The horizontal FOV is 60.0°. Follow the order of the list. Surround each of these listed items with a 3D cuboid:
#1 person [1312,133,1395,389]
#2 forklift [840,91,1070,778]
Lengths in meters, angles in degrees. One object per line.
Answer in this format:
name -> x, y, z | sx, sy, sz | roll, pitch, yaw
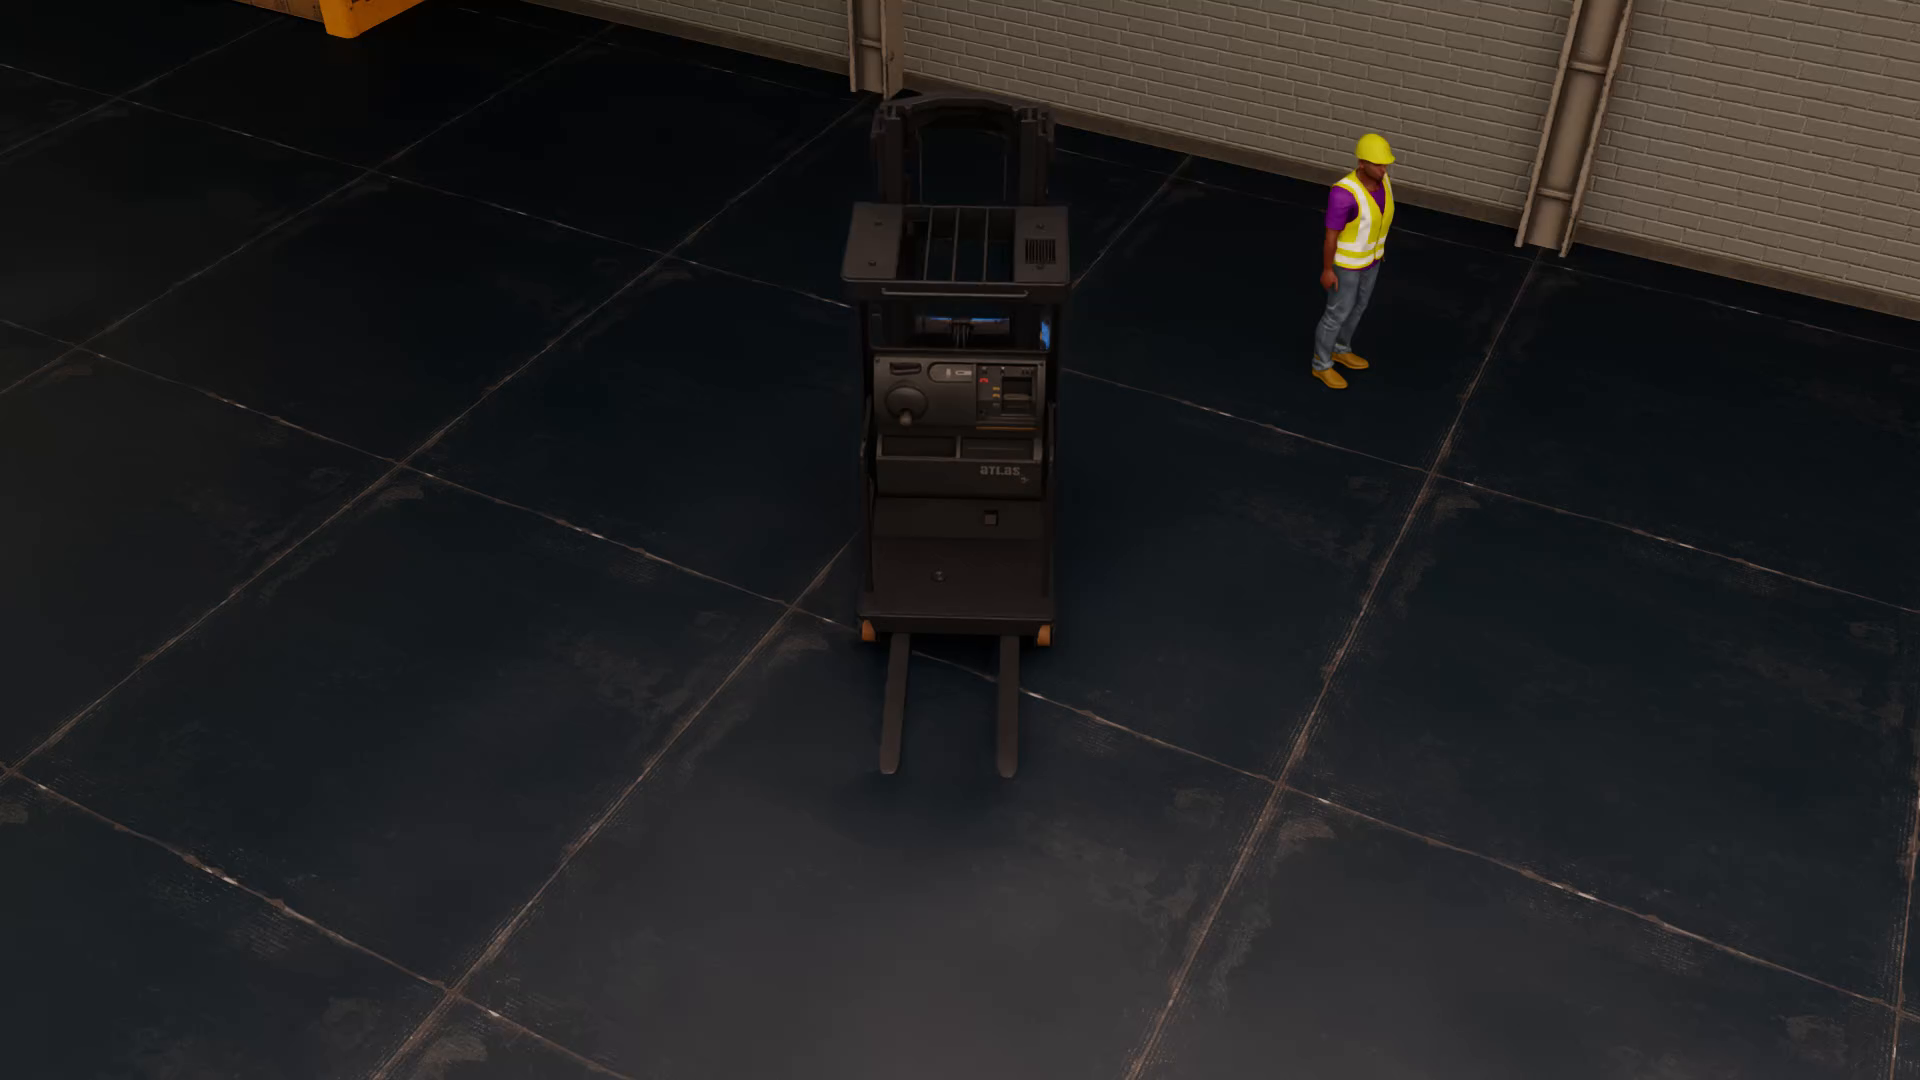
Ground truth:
person -> 2.654, -1.873, 11.116 | 0.614, 1.771, 0.386 | -33, 50, -33
forklift -> -0.008, -0.724, 8.846 | 1.130, 2.935, 3.031 | 1, 40, 2
